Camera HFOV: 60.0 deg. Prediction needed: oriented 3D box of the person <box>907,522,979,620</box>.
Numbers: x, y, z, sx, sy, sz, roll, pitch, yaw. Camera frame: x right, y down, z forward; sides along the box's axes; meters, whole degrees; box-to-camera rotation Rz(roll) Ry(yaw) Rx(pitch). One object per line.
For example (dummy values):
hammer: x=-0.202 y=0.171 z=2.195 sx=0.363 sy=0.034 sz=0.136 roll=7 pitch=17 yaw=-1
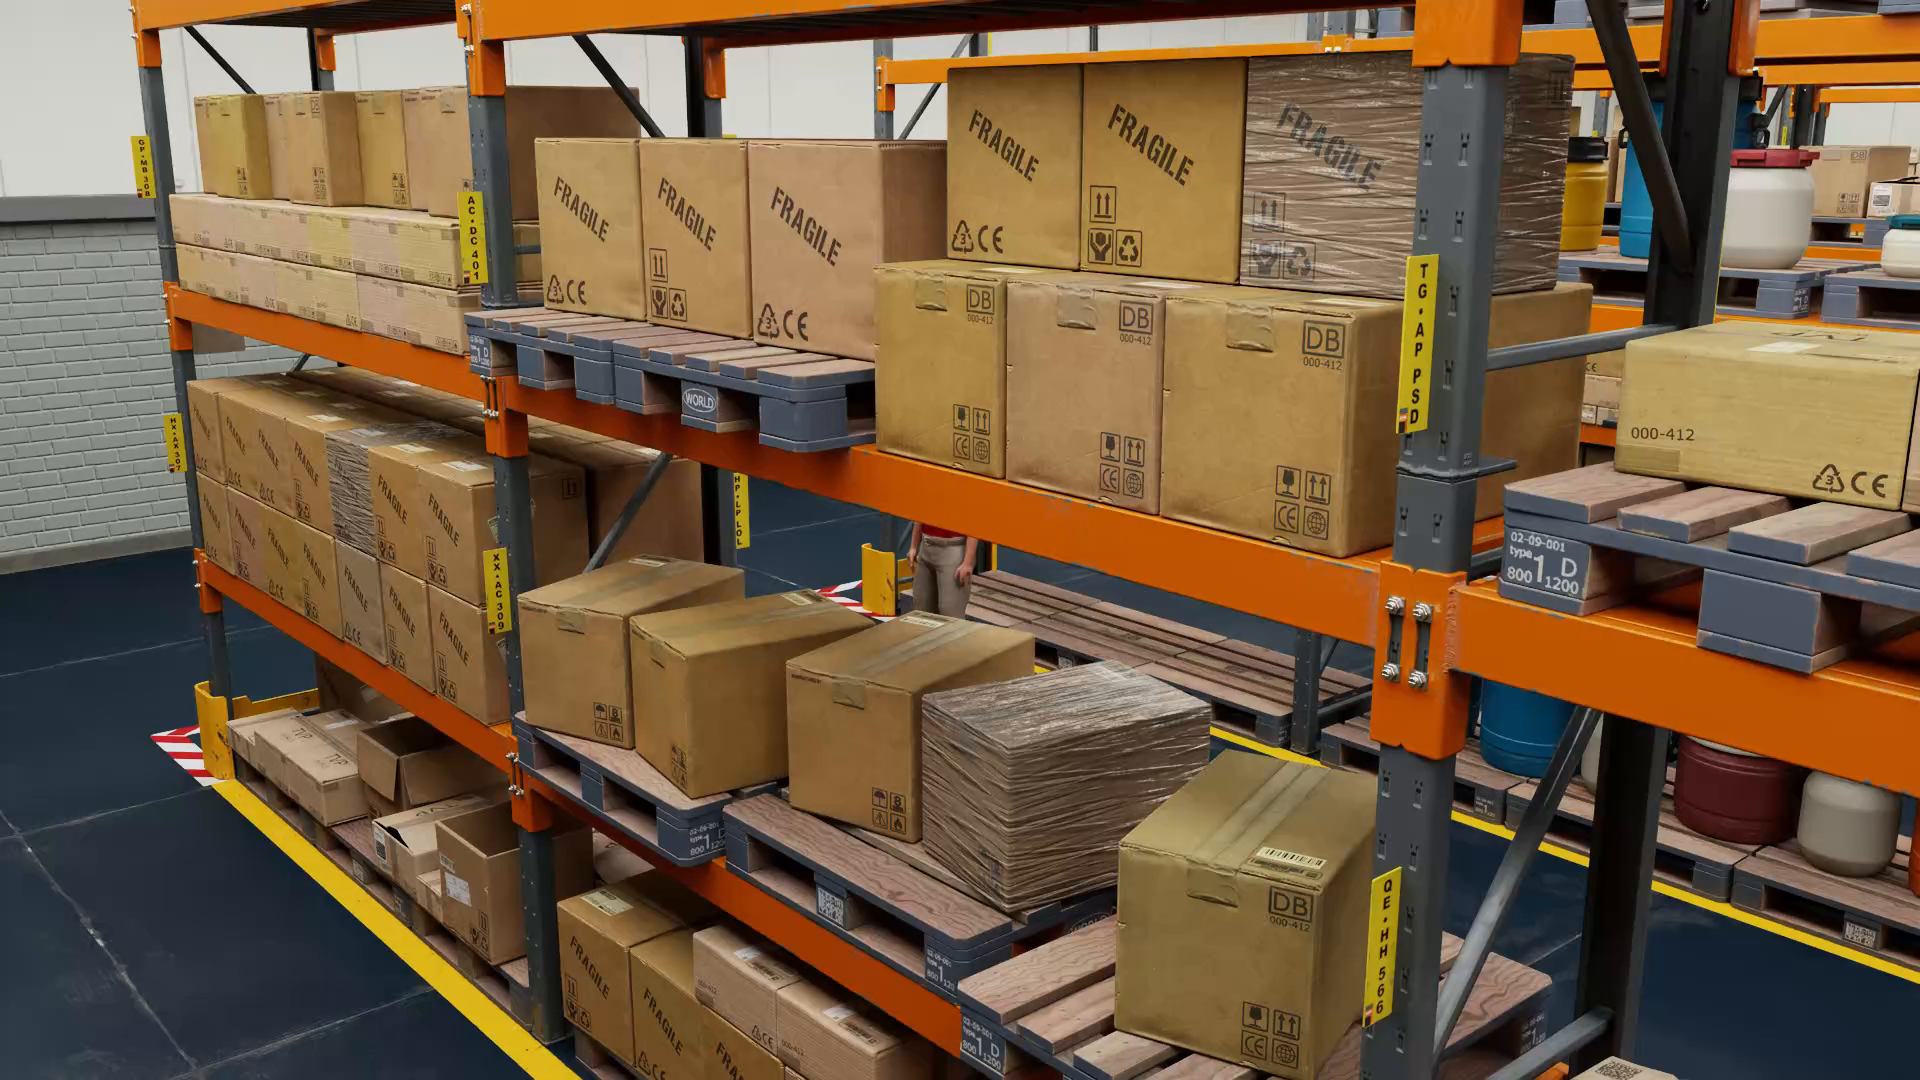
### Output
person: x=-0.114 y=0.122 z=11.040 sx=0.386 sy=1.726 sz=0.593 roll=-12 pitch=19 yaw=-41
